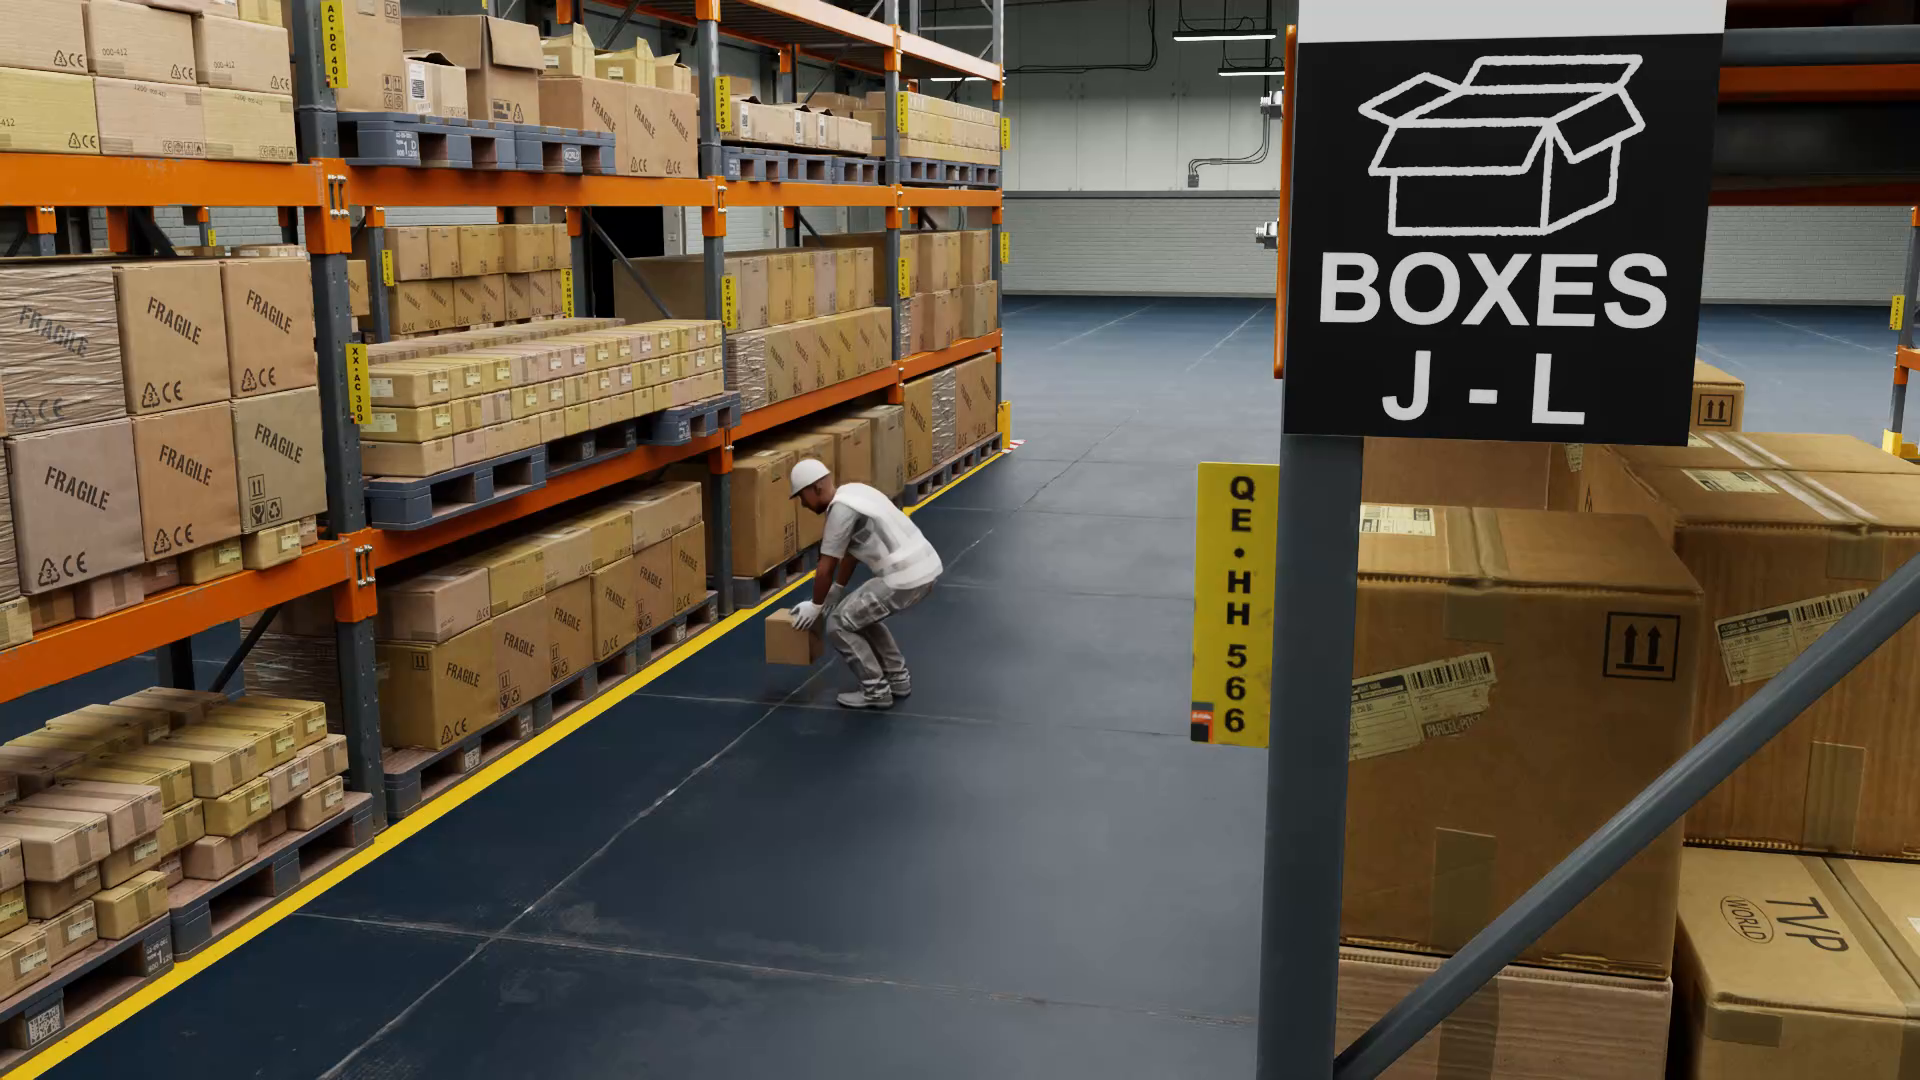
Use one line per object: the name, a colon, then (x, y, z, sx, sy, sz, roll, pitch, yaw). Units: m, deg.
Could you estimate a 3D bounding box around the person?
person: (-0.517, 0.230, 8.923, 0.813, 1.322, 0.612, 3, 12, 14)
